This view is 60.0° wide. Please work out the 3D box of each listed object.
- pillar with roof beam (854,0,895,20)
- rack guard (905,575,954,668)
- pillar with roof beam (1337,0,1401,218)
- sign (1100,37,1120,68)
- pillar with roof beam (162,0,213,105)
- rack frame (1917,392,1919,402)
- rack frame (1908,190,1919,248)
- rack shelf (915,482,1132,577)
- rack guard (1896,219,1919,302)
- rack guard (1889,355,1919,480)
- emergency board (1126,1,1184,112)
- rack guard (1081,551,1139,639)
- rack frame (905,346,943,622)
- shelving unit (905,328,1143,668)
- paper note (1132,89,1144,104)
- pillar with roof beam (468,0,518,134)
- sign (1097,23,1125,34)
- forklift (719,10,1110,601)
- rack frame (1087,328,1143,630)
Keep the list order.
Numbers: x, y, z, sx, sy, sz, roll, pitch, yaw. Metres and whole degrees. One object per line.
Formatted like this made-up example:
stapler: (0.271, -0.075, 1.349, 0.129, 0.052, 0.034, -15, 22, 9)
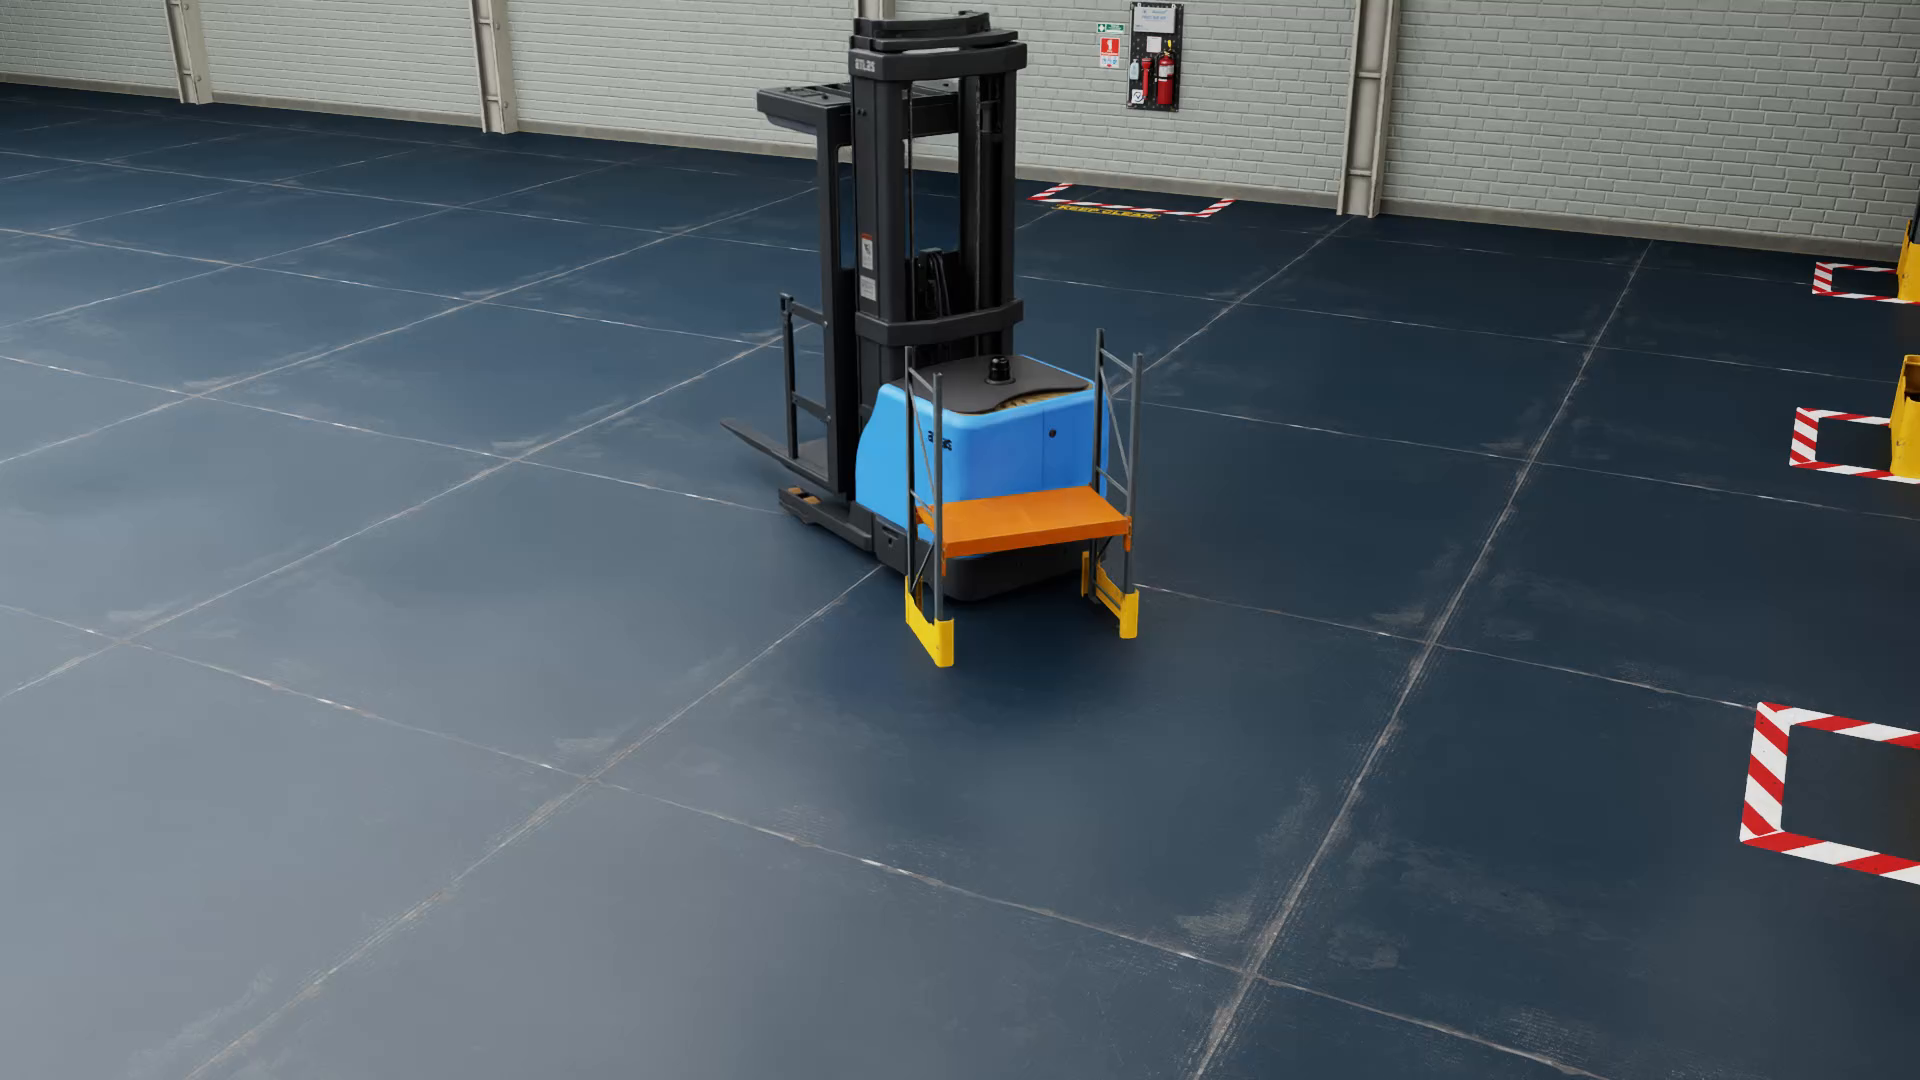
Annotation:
pillar with roof beam: (-2.961, -7.253, 15.307, 0.400, 9.000, 9.100, 11, 25, 25)
rack guard: (-0.158, 0.408, 8.471, 0.087, 0.250, 0.587, -8, 24, -17)
pillar with roof beam: (2.394, -6.194, 12.815, 0.400, 9.000, 9.100, 11, 25, 25)
sign: (1.701, -5.536, 18.890, 0.234, 0.329, 0.001, 11, 25, 25)
pillar with roof beam: (-13.670, -9.372, 20.289, 0.400, 9.000, 9.100, 11, 25, 25)
rack frame: (6.444, -1.968, 10.544, 0.127, 3.000, 1.000, 11, 25, 25)
rack frame: (8.676, -3.698, 14.614, 0.127, 3.000, 1.000, 11, 25, 25)
rack shelf: (0.305, -0.063, 8.441, 1.000, 0.185, 0.538, -8, 24, -17)
rack guard: (8.744, -2.535, 15.071, 0.348, 0.500, 1.175, 11, 25, 25)
rack guard: (6.423, -0.822, 11.043, 0.348, 0.500, 1.175, 11, 25, 25)
emergency board: (2.148, -5.386, 18.582, 0.643, 1.169, 0.194, 11, 25, 25)
rack guard: (0.786, 0.283, 8.765, 0.087, 0.250, 0.587, -8, 24, -17)
rack frame: (-0.176, -0.165, 8.221, 0.032, 1.500, 0.500, -8, 24, -17)
shelving unit: (0.314, -0.230, 8.374, 1.083, 1.500, 0.587, -8, 24, -17)
paper note: (2.021, -5.036, 18.885, 0.142, 0.148, 0.016, 11, 25, 25)
pillar with roof beam: (-8.315, -8.313, 17.798, 0.400, 9.000, 9.100, 11, 25, 25)
sign: (1.701, -5.776, 18.777, 0.331, 0.109, 0.001, 11, 25, 25)
forklift: (-0.445, -1.542, 9.630, 1.130, 2.935, 3.031, -16, 28, -33)
rack frame: (0.787, -0.292, 8.521, 0.032, 1.500, 0.500, -8, 24, -17)
